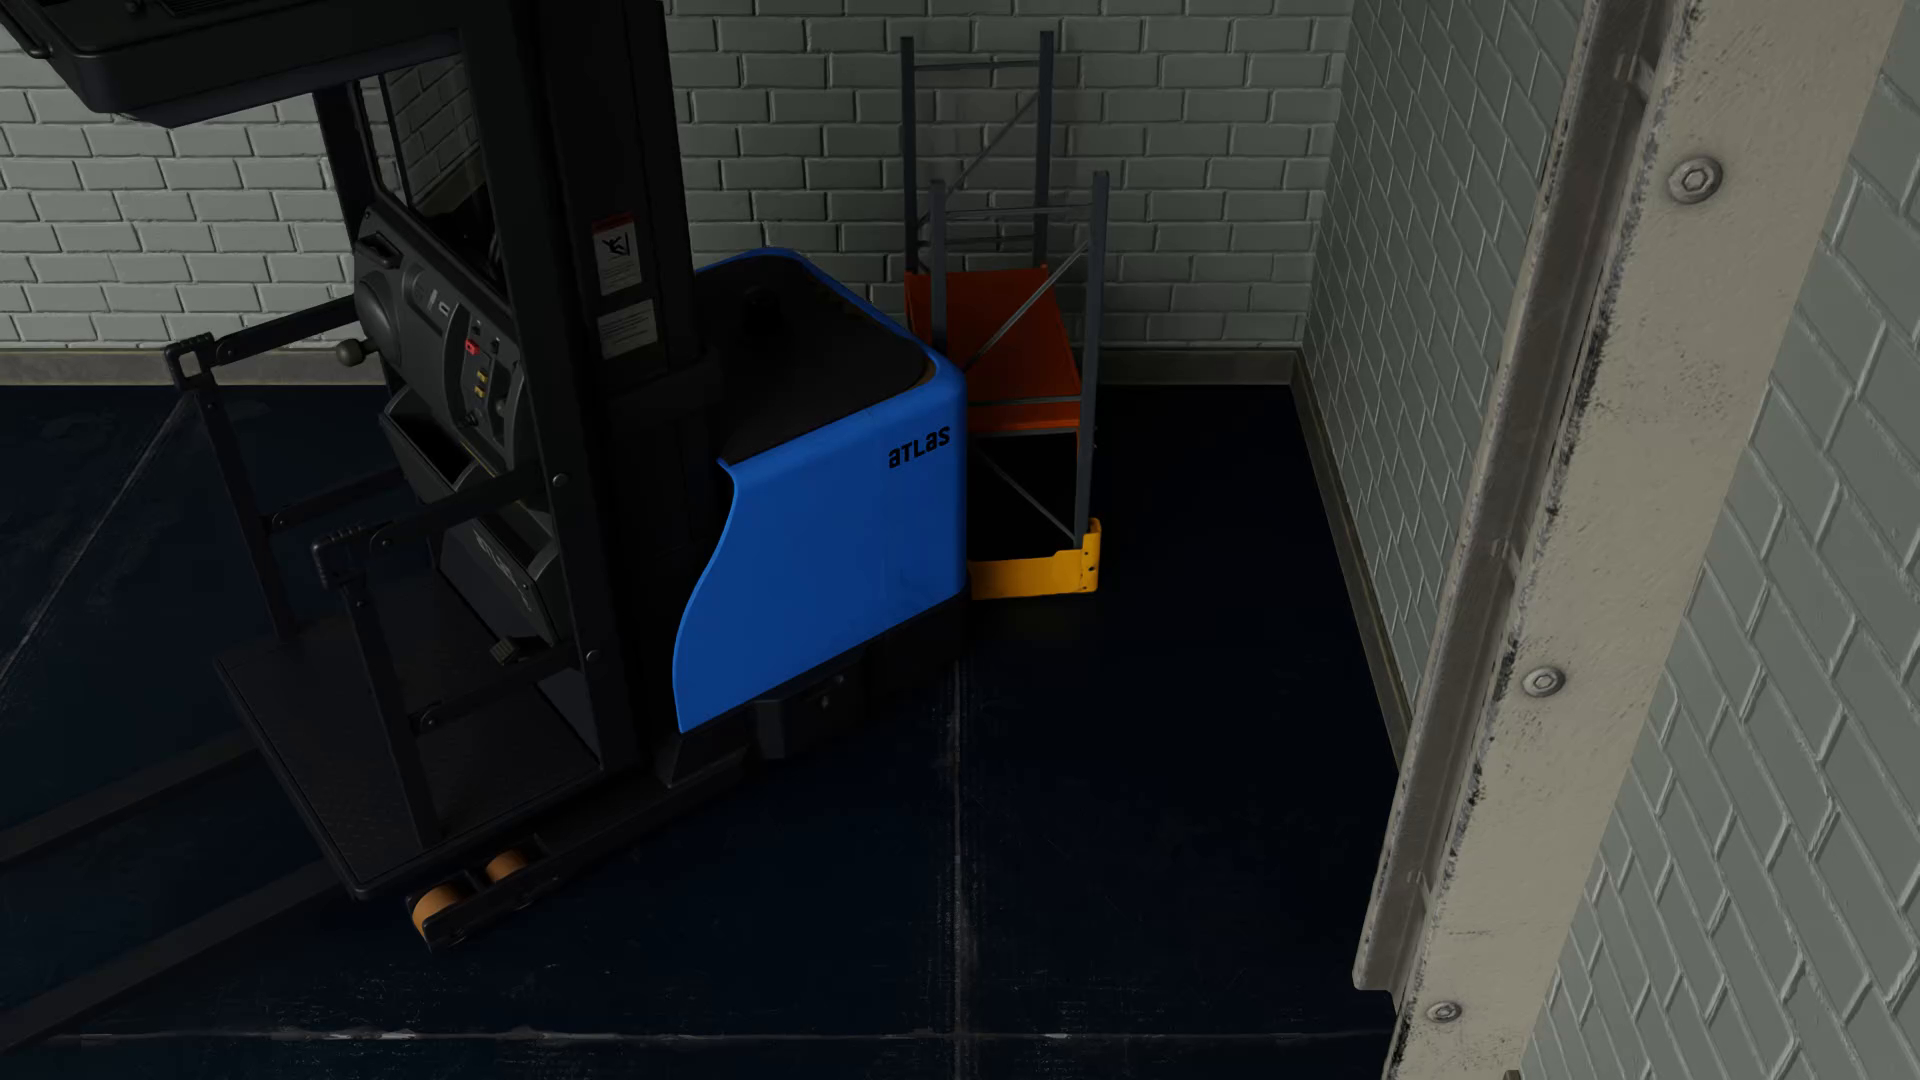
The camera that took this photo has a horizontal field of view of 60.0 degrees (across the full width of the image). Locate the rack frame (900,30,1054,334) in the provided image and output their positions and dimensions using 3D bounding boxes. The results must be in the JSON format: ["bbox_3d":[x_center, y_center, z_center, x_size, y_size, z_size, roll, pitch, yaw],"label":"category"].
[{"bbox_3d":[0.056,-1.052,5.863,0.500,1.500,0.032,-4,39,-5],"label":"rack frame"}]

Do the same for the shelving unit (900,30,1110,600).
[{"bbox_3d":[0.112,-0.730,5.462,0.587,1.500,1.083,-4,39,-5],"label":"shelving unit"}]

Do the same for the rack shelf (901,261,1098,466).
[{"bbox_3d":[0.111,-0.595,5.581,0.538,0.185,1.000,-4,39,-5],"label":"rack shelf"}]

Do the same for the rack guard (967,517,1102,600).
[{"bbox_3d":[0.166,0.067,5.466,0.587,0.250,0.087,-4,39,-5],"label":"rack guard"}]

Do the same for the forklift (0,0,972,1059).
[{"bbox_3d":[-1.438,-0.444,3.960,3.031,2.935,1.130,-26,45,-29],"label":"forklift"}]

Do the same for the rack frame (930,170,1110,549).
[{"bbox_3d":[0.166,-0.420,5.074,0.500,1.500,0.032,-4,39,-5],"label":"rack frame"}]

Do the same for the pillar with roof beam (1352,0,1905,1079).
[{"bbox_3d":[-3.128,-2.259,1.372,9.100,9.000,0.400,0,39,0],"label":"pillar with roof beam"}]
